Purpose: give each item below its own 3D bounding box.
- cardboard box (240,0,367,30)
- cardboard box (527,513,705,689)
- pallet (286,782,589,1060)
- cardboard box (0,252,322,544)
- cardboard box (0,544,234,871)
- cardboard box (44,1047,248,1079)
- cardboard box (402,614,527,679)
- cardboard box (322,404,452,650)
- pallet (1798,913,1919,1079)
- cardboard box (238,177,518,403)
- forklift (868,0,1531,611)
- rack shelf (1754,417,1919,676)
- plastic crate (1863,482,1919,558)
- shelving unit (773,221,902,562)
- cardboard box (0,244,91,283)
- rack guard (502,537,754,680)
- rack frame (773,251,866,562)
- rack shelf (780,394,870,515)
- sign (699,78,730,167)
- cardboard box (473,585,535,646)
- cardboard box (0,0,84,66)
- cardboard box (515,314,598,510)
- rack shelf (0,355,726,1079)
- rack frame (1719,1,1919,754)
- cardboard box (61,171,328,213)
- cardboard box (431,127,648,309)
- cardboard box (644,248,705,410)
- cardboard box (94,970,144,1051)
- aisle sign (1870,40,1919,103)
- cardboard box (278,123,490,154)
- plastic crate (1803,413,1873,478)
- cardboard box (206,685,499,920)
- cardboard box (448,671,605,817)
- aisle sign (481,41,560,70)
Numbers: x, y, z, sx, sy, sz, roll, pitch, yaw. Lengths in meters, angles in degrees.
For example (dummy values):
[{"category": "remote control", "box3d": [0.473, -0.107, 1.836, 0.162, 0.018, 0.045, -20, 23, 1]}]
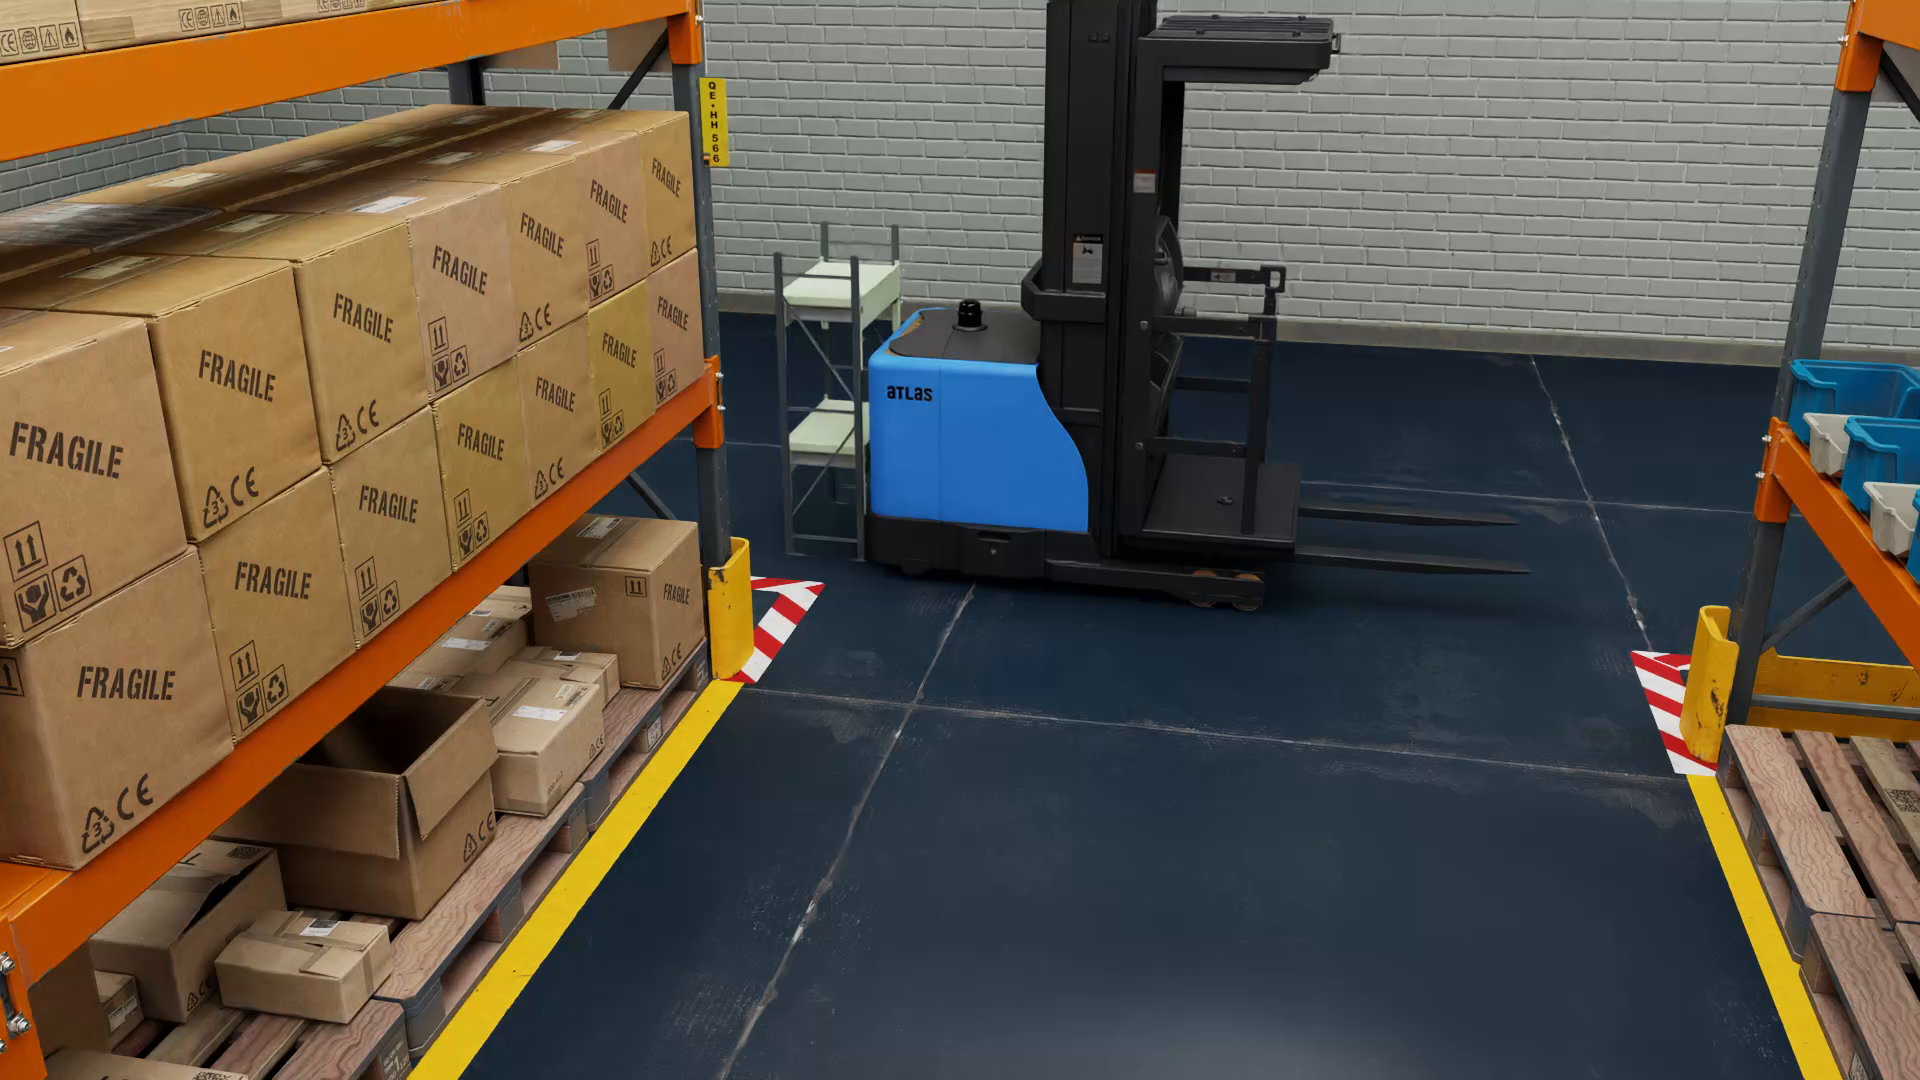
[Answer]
[{"category": "cardboard box", "box3d": [-1.731, -1.325, 3.815, 0.500, 0.250, 0.500, 4, 22, 11]}, {"category": "cardboard box", "box3d": [-1.336, 0.231, 6.522, 0.500, 0.500, 0.500, 4, 22, 11]}, {"category": "pallet", "box3d": [-1.894, 1.116, 5.301, 1.003, 0.211, 1.213, 4, 22, 11]}, {"category": "cardboard box", "box3d": [-1.806, -0.329, 3.683, 0.500, 0.500, 0.500, 4, 22, 9]}, {"category": "cardboard box", "box3d": [-1.912, 0.309, 3.438, 0.500, 0.500, 0.500, 5, 22, 12]}, {"category": "cardboard box", "box3d": [-1.985, 1.427, 3.806, 0.500, 0.311, 0.500, 4, 22, 11]}, {"category": "cardboard box", "box3d": [-1.957, 0.489, 6.215, 0.500, 0.250, 0.500, 4, 22, 11]}, {"category": "cardboard box", "box3d": [-1.706, -0.062, 4.357, 0.500, 0.500, 0.500, 4, 22, 11]}, {"category": "pallet", "box3d": [2.925, 1.474, 4.412, 1.003, 0.211, 1.213, 4, 22, 11]}, {"category": "cardboard box", "box3d": [-1.596, -0.706, 4.619, 0.500, 0.500, 0.500, 5, 23, 13]}, {"category": "forklift", "box3d": [1.137, -1.255, 7.547, 3.031, 2.935, 1.130, 5, 22, 12]}, {"category": "rack shelf", "box3d": [2.974, 0.502, 4.055, 1.077, 0.370, 4.000, 4, 22, 11]}, {"category": "plastic crate", "box3d": [2.725, -0.044, 4.721, 0.250, 0.136, 0.298, 4, 22, 11]}, {"category": "shelving unit", "box3d": [-0.578, -0.742, 8.187, 0.431, 1.500, 0.755, 5, 22, 12]}, {"category": "cardboard box", "box3d": [-2.331, -0.382, 3.814, 0.500, 0.500, 0.500, 4, 22, 10]}, {"category": "rack guard", "box3d": [-1.482, 0.245, 7.076, 1.175, 0.500, 0.348, 4, 22, 11]}, {"category": "rack frame", "box3d": [-0.657, -0.608, 7.856, 0.400, 1.500, 0.023, 5, 22, 12]}, {"category": "rack shelf", "box3d": [-0.578, -0.439, 8.309, 0.431, 0.370, 0.720, 5, 22, 12]}, {"category": "sign", "box3d": [-0.927, -1.576, 6.279, 0.100, 0.325, 0.005, 4, 22, 11]}, {"category": "cardboard box", "box3d": [-1.888, 0.303, 6.813, 0.380, 0.149, 0.250, 4, 22, 11]}, {"category": "cardboard box", "box3d": [-1.941, -0.960, 2.908, 0.500, 0.250, 0.500, 4, 22, 11]}, {"category": "cardboard box", "box3d": [-1.501, -0.432, 5.277, 0.500, 0.500, 0.500, 5, 22, 11]}, {"category": "rack shelf", "box3d": [-1.874, 0.123, 4.996, 1.077, 0.370, 4.000, 4, 22, 11]}, {"category": "rack frame", "box3d": [3.382, -0.563, 5.737, 1.000, 3.000, 0.127, 4, 22, 11]}, {"category": "cardboard box", "box3d": [-2.124, -0.750, 4.728, 0.500, 0.500, 0.500, 4, 22, 10]}, {"category": "cardboard box", "box3d": [-1.390, -1.084, 5.557, 0.500, 0.500, 0.500, 5, 22, 12]}, {"category": "cardboard box", "box3d": [-1.291, -0.804, 6.201, 0.500, 0.500, 0.500, 5, 23, 13]}, {"category": "cardboard box", "box3d": [-2.426, 1.267, 4.419, 0.380, 0.149, 0.250, 4, 22, 11]}, {"category": "aisle sign", "box3d": [3.106, -1.818, 5.373, 0.394, 0.787, 0.004, 4, 22, 11]}, {"category": "cardboard box", "box3d": [-1.914, -1.118, 5.643, 0.500, 0.500, 0.500, 5, 22, 11]}, {"category": "plastic crate", "box3d": [2.863, -0.292, 5.337, 0.250, 0.136, 0.298, 4, 22, 11]}, {"category": "cardboard box", "box3d": [-1.904, 0.787, 5.137, 0.797, 0.503, 0.637, 4, 22, 11]}, {"category": "cardboard box", "box3d": [-1.559, 0.692, 5.712, 0.500, 0.250, 0.500, 4, 22, 11]}, {"category": "aisle sign", "box3d": [-1.740, -2.195, 6.310, 0.394, 0.787, 0.004, 4, 22, 11]}]
